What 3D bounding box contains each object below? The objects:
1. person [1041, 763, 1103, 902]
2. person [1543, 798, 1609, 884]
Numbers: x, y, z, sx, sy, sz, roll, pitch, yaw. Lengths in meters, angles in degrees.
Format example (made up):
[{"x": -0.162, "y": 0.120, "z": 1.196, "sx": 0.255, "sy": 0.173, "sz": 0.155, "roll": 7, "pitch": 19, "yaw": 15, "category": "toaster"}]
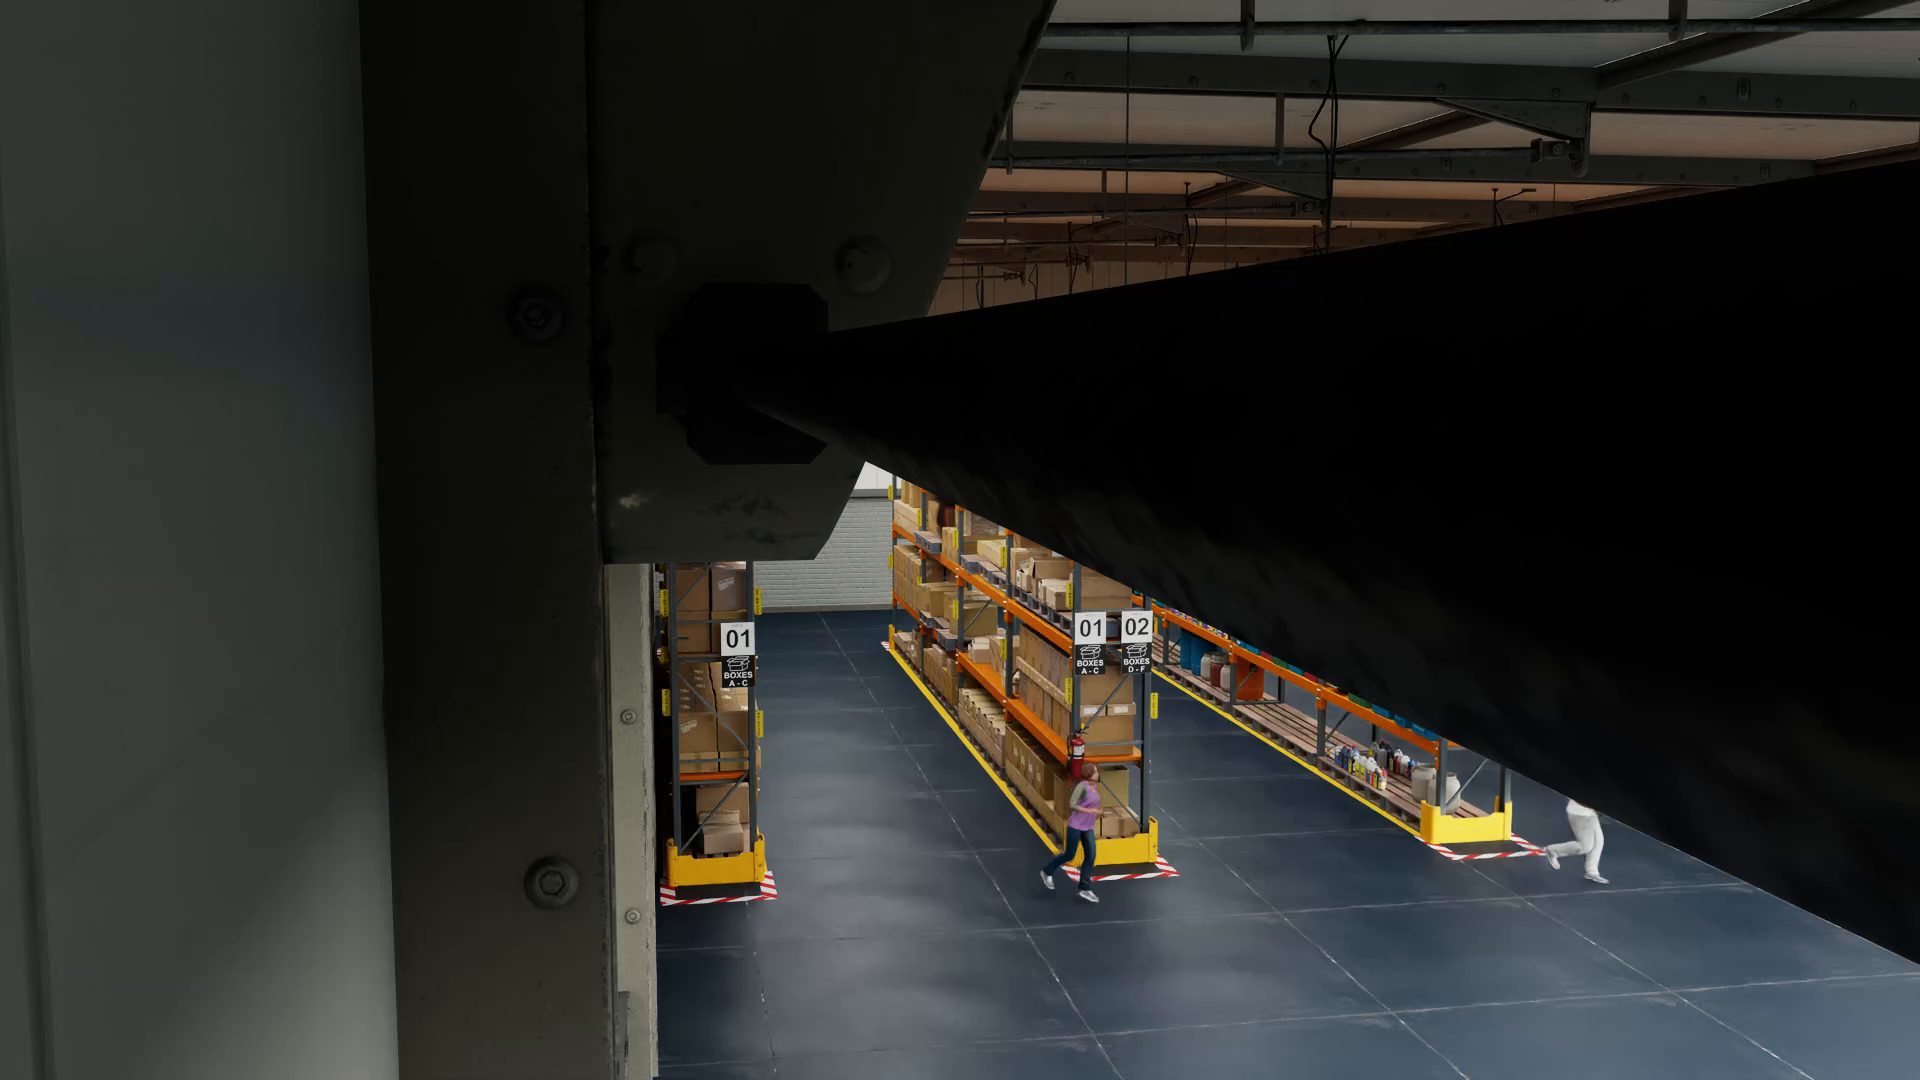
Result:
[{"x": 1.436, "y": 3.416, "z": 19.744, "sx": 0.847, "sy": 1.566, "sz": 0.567, "roll": 5, "pitch": 8, "yaw": 41, "category": "person"}, {"x": 7.535, "y": 3.348, "z": 20.263, "sx": 0.769, "sy": 1.663, "sz": 0.620, "roll": 3, "pitch": 7, "yaw": 22, "category": "person"}]
